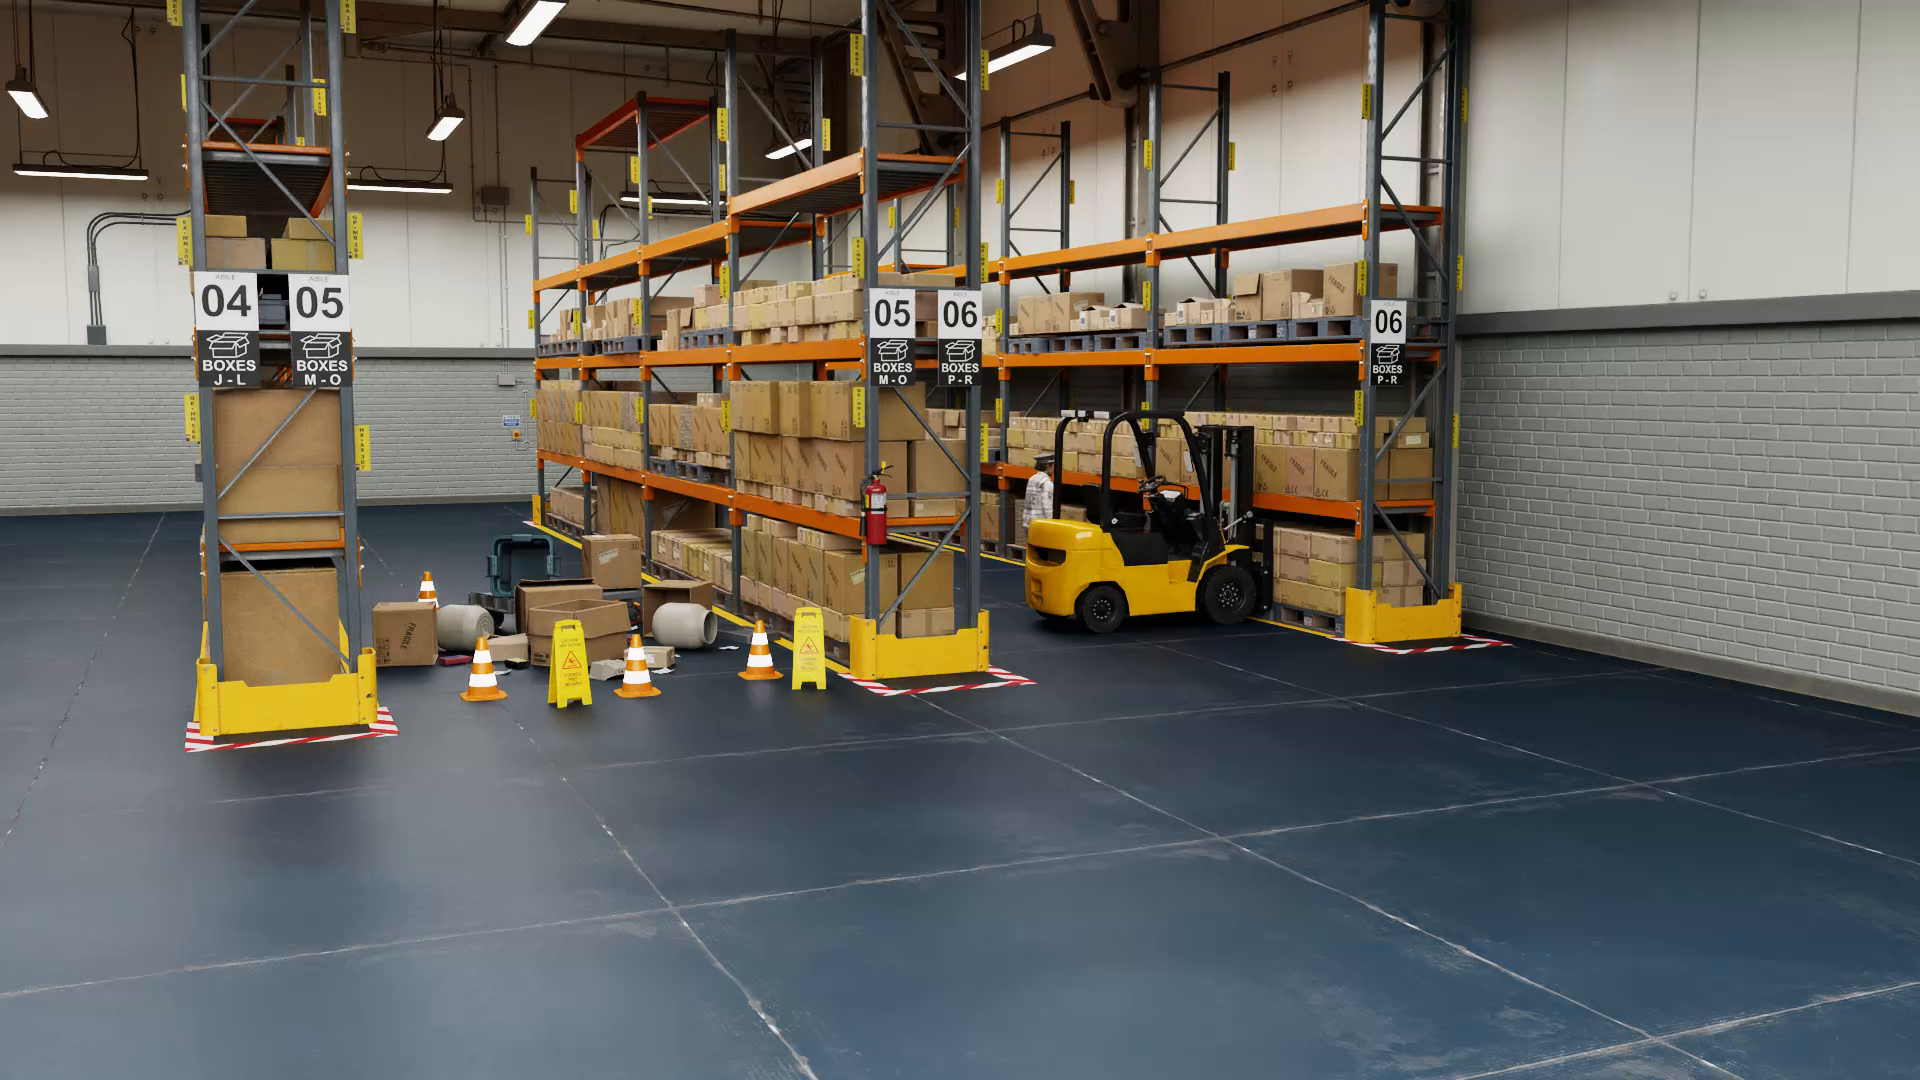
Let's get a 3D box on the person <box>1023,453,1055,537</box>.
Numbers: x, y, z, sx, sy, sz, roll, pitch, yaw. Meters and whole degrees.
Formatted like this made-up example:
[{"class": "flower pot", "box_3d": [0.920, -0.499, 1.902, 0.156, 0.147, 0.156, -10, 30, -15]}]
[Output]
[{"class": "person", "box_3d": [0.894, -0.119, 18.222, 0.374, 1.664, 0.528, -2, 6, -24]}]
